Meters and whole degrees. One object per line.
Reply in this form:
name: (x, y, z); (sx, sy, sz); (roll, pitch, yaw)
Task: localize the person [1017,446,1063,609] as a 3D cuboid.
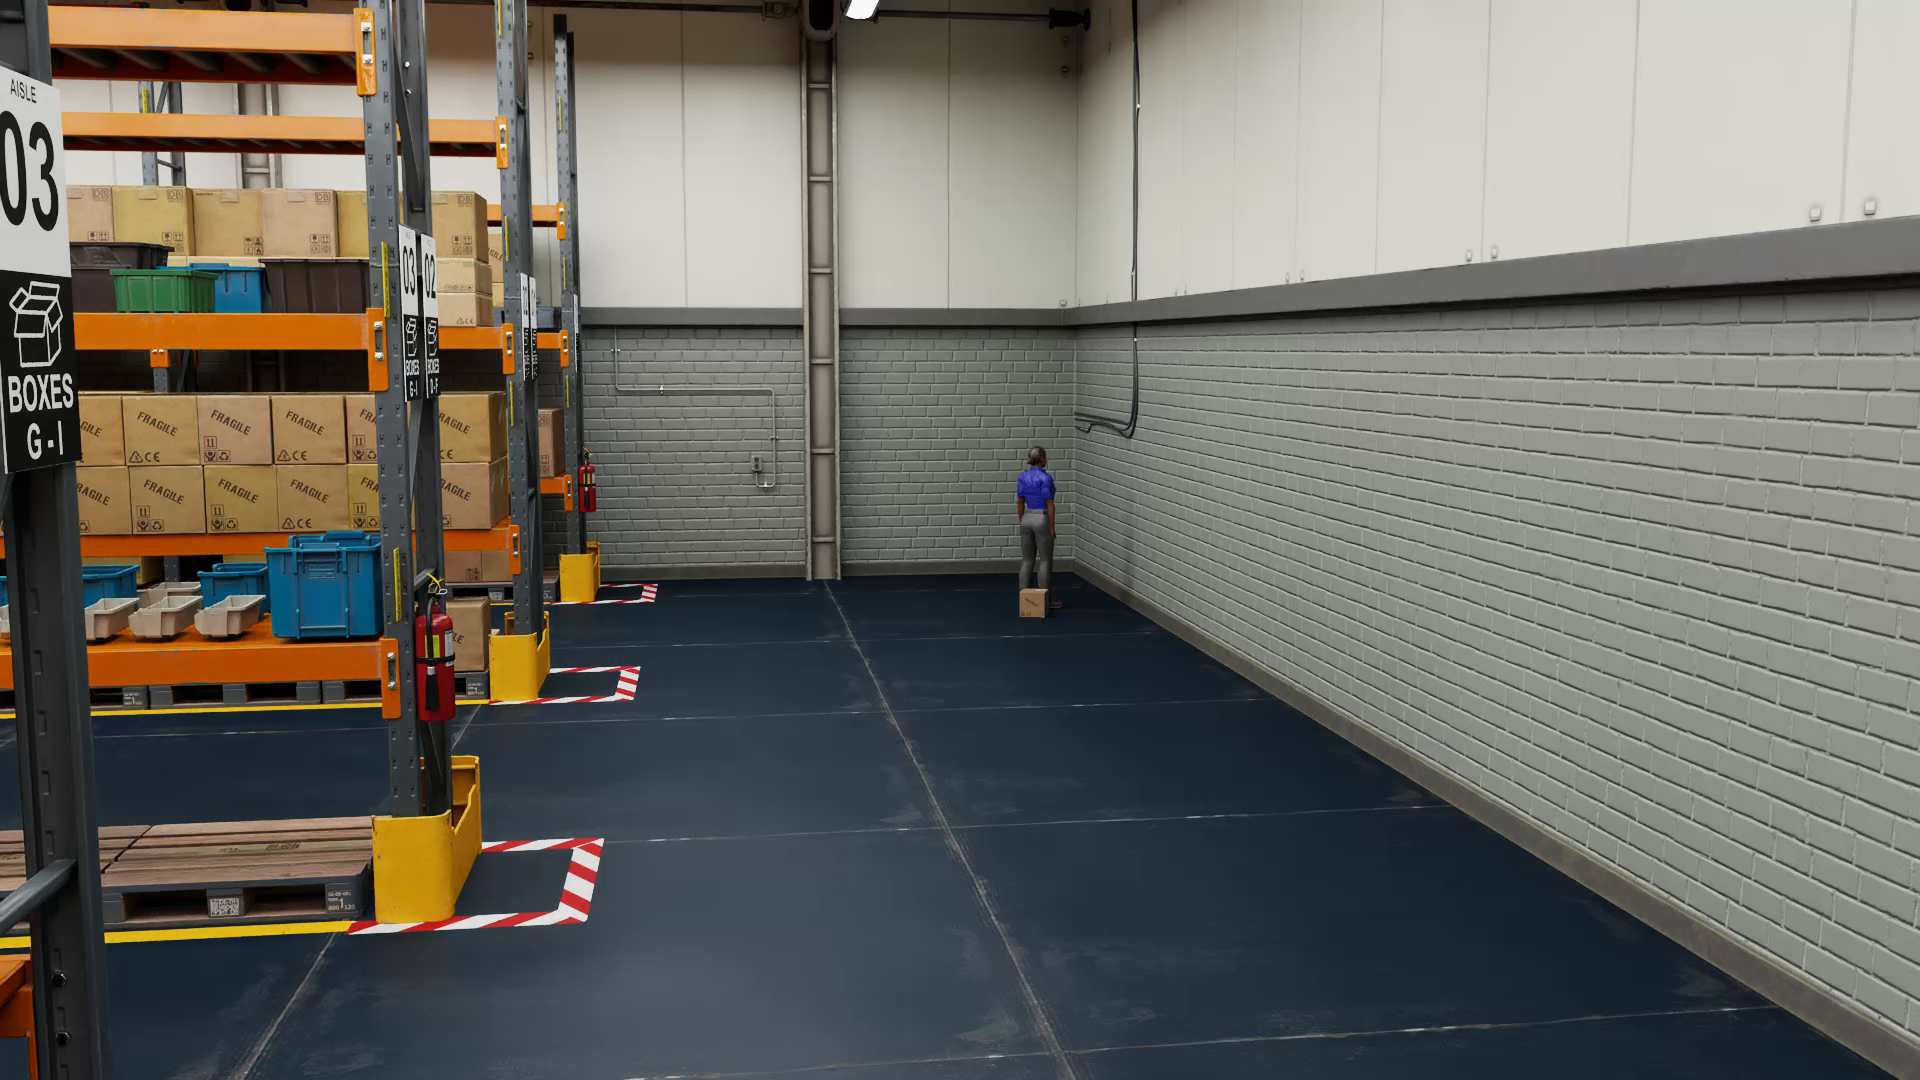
person: (0.807, -0.133, 16.994); (0.446, 1.662, 0.324); (5, 8, 39)
